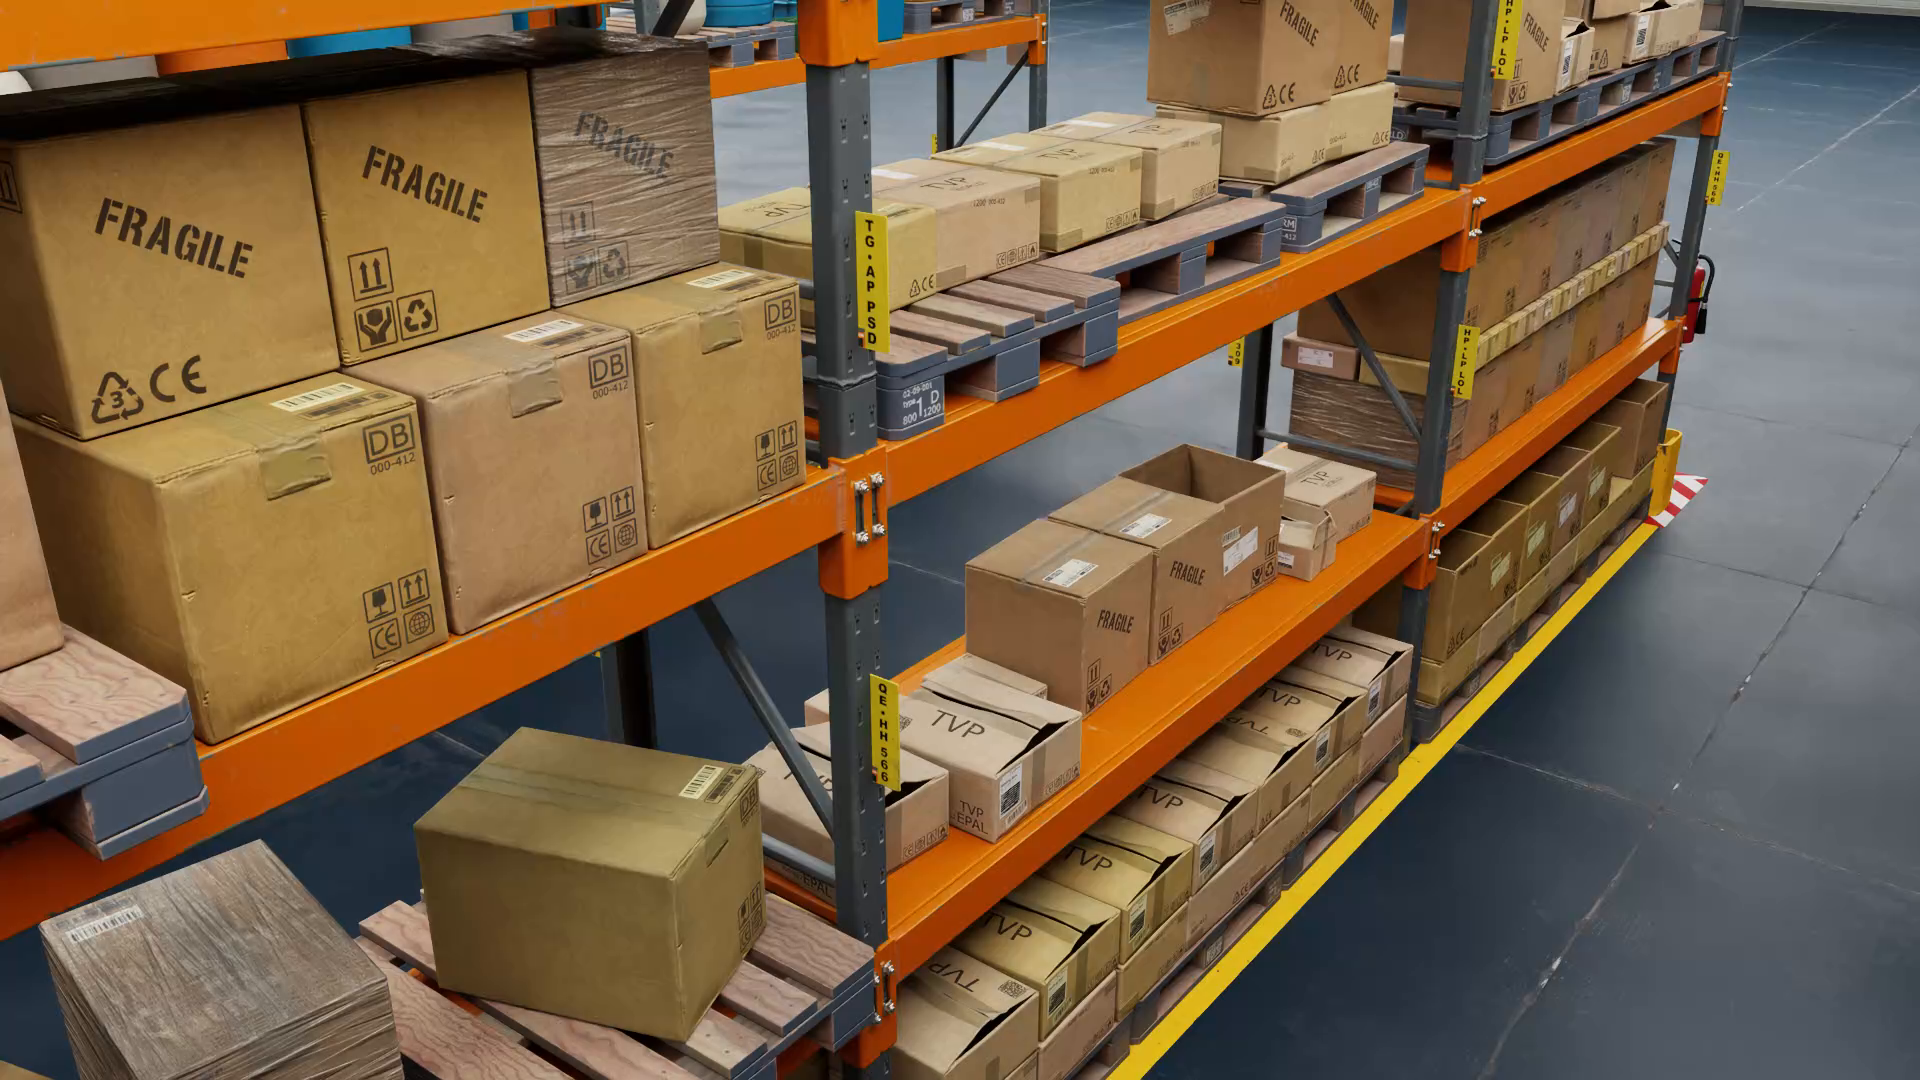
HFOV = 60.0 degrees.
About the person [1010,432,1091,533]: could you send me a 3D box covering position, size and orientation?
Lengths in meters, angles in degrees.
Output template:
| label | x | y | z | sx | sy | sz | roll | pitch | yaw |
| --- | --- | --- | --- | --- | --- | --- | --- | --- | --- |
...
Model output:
| label | x | y | z | sx | sy | sz | roll | pitch | yaw |
| --- | --- | --- | --- | --- | --- | --- | --- | --- | --- |
| person | 0.499 | -0.093 | 8.829 | 0.406 | 1.588 | 0.500 | 19 | 30 | 36 |
